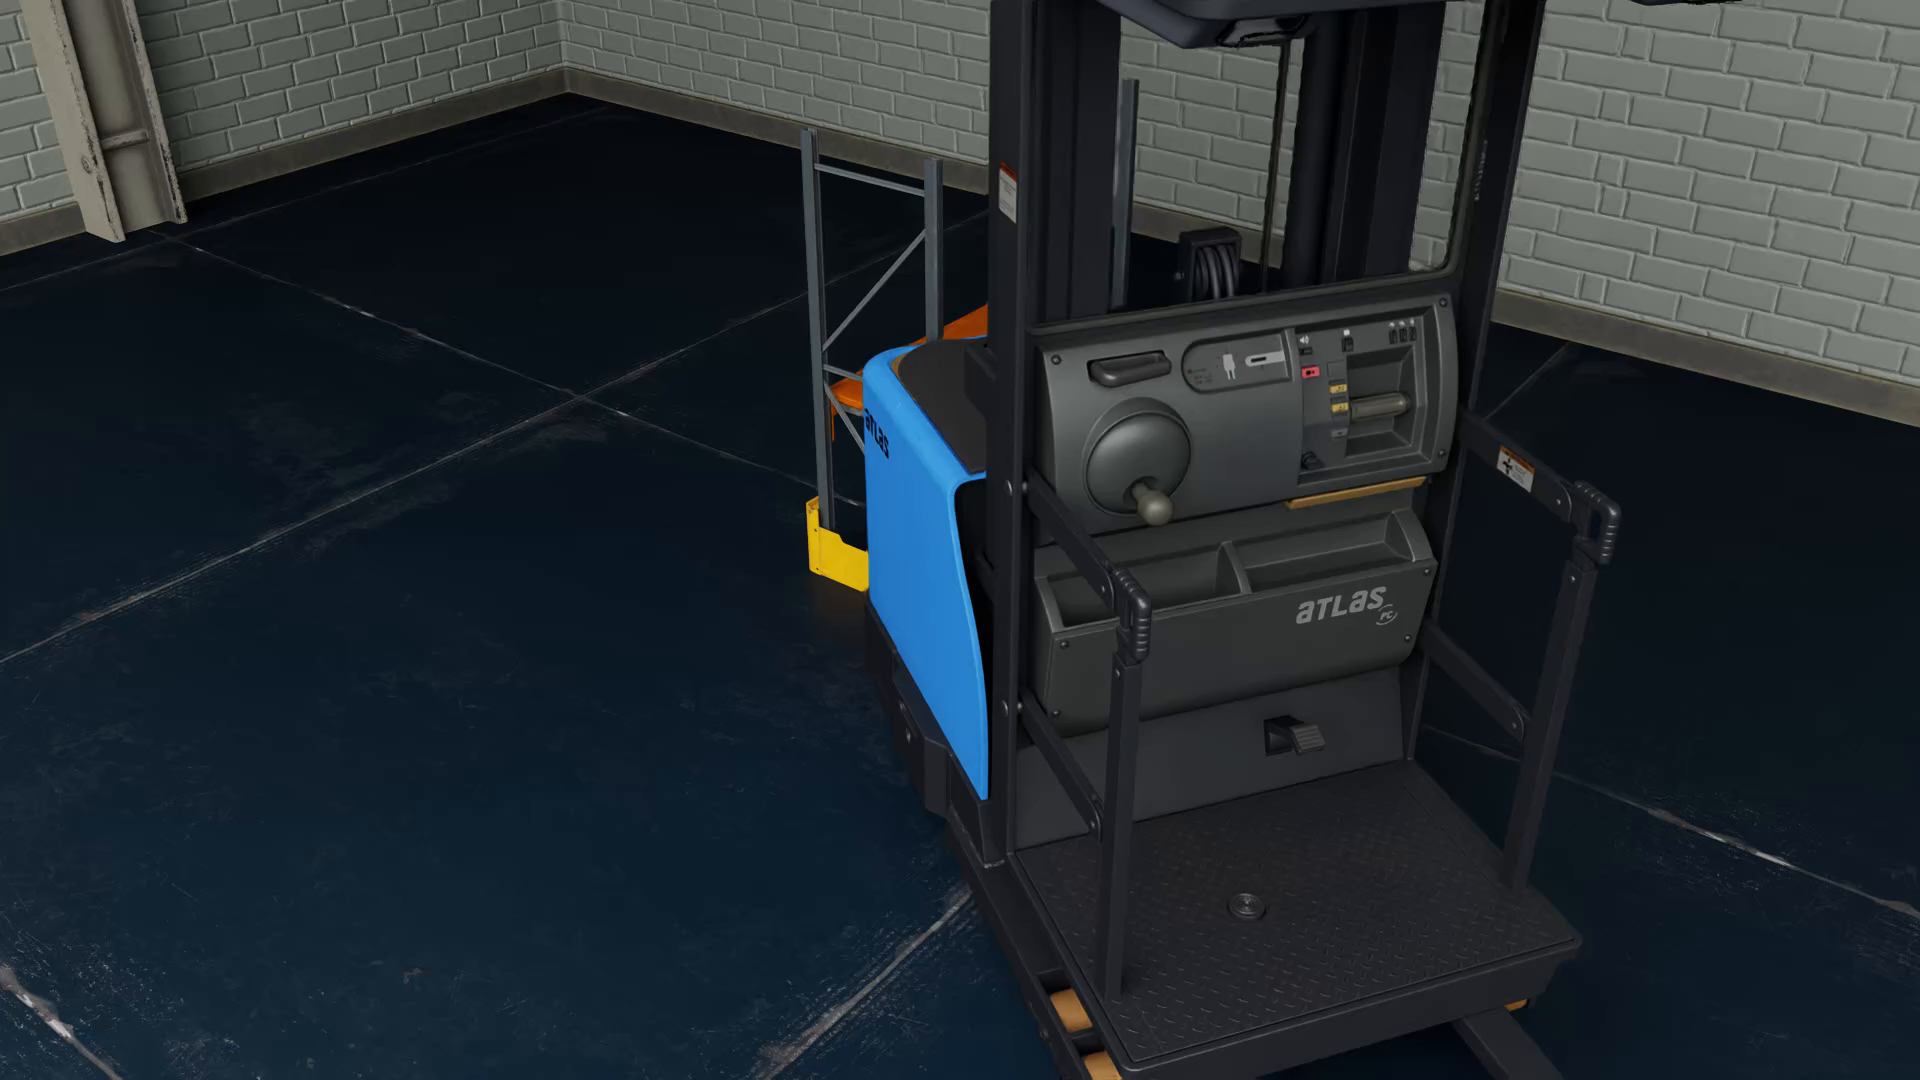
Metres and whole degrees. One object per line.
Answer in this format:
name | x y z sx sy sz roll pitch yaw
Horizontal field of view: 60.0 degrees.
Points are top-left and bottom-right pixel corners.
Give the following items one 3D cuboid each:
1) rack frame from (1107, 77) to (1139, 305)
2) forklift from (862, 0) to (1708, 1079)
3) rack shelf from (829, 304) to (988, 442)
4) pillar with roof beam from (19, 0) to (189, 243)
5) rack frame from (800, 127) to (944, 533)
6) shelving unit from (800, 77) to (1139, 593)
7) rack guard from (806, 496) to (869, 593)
rack frame | 0.358 -0.887 5.775 0.500 1.500 0.032 21 37 31
forklift | 0.684 -0.223 3.252 1.130 2.935 3.031 -10 32 -16
rack shelf | 0.052 -0.525 5.518 0.538 0.185 1.000 21 37 31
pillar with roof beam | -0.750 -4.145 3.917 9.100 9.000 0.400 21 37 31
rack frame | -0.255 -0.473 5.077 0.500 1.500 0.032 21 37 31
shelving unit | 0.046 -0.676 5.420 0.587 1.500 1.083 21 37 31
rack guard | -0.255 0.064 5.397 0.587 0.250 0.087 21 37 31
